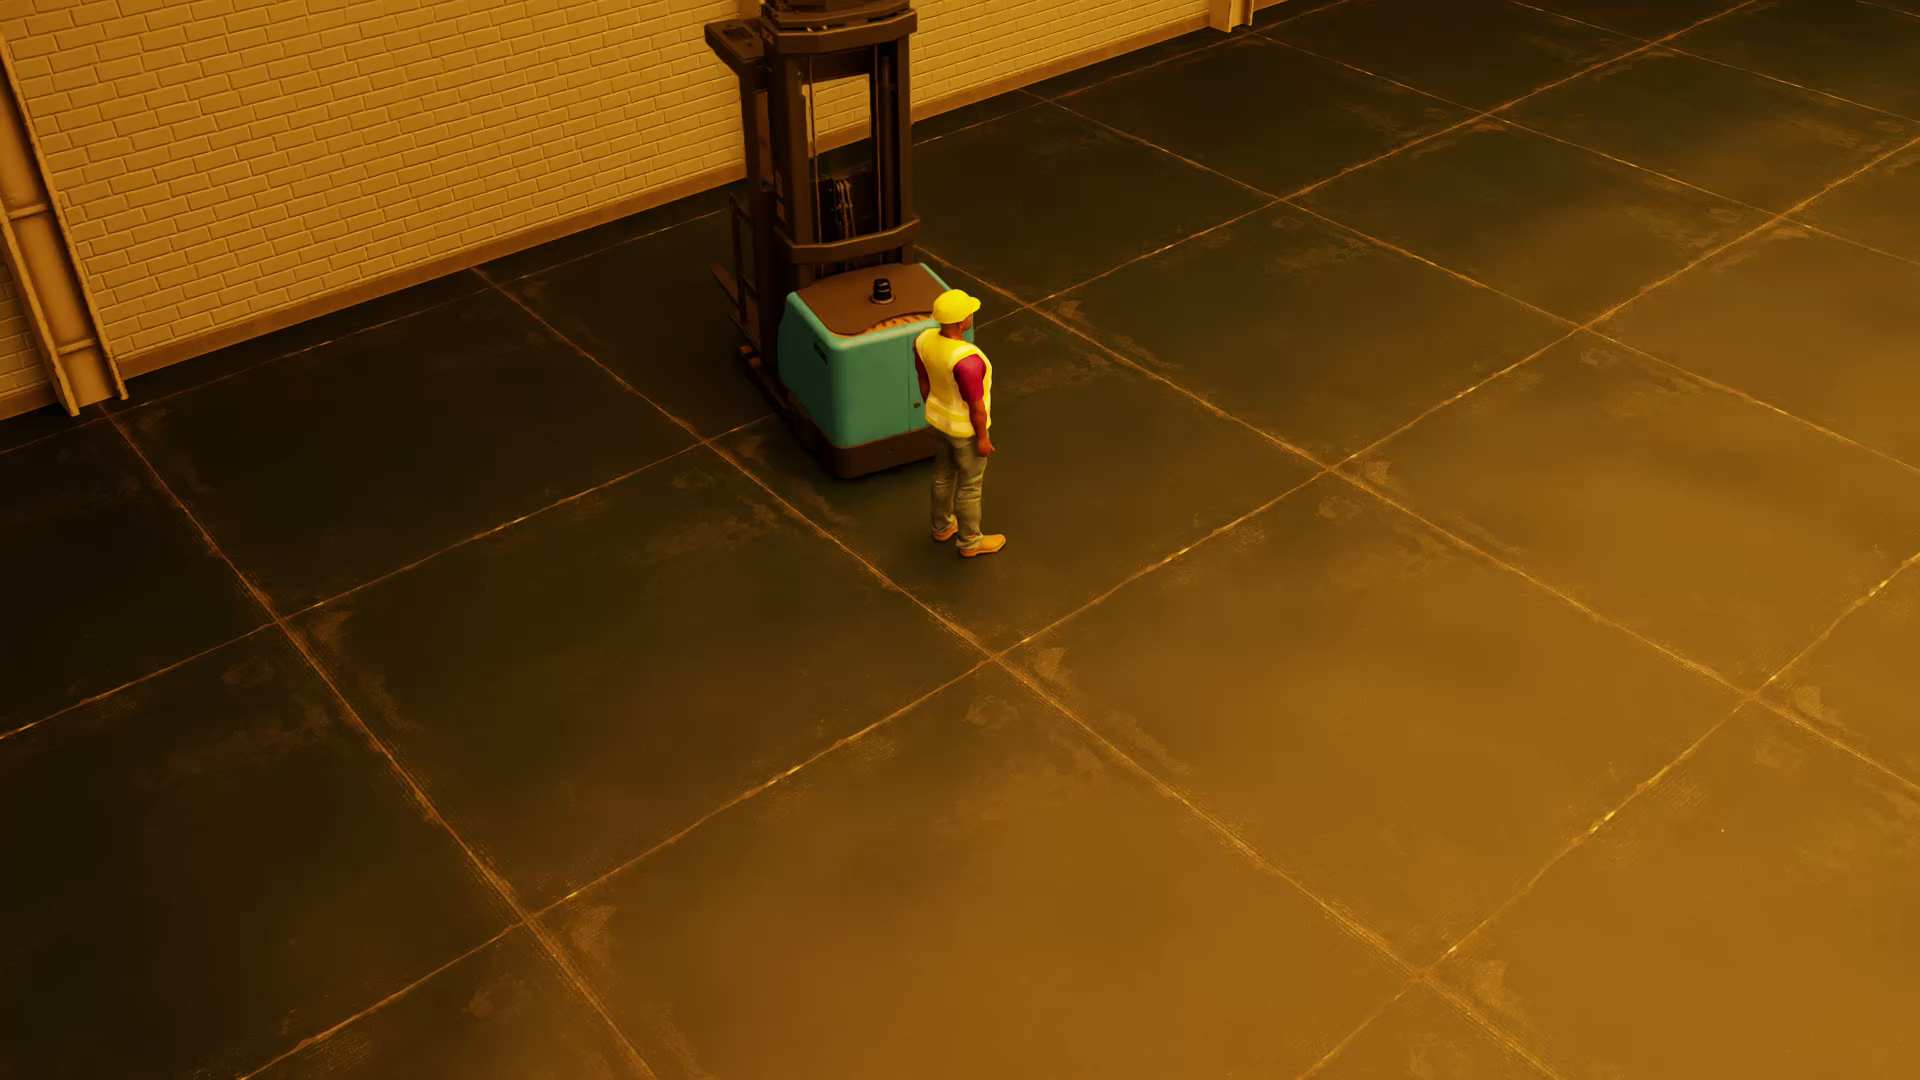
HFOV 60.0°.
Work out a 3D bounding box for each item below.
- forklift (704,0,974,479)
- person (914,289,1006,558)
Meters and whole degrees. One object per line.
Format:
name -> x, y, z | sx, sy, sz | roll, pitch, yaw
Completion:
forklift -> -0.999, -2.446, 11.353 | 1.130, 2.935, 3.031 | -16, 39, -21
person -> -0.003, -0.712, 9.978 | 0.395, 1.770, 0.556 | -27, 44, -32
